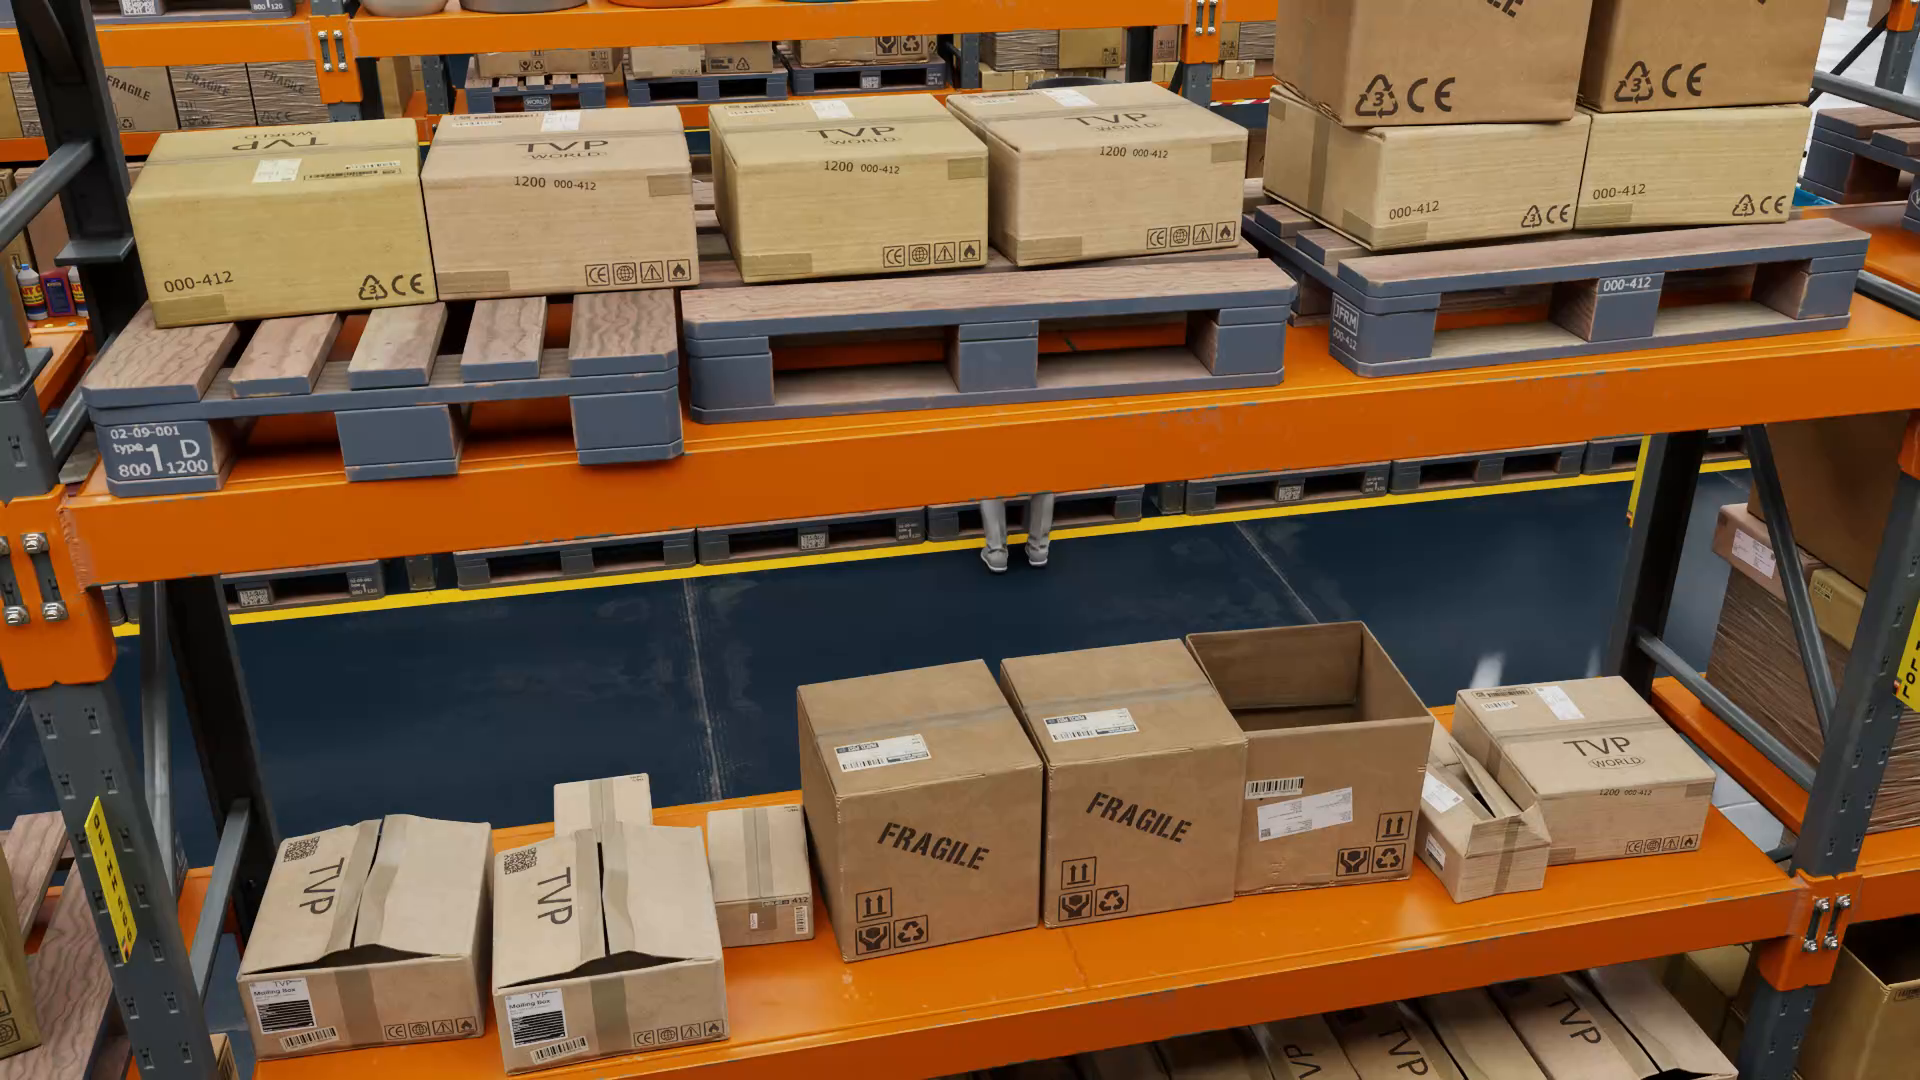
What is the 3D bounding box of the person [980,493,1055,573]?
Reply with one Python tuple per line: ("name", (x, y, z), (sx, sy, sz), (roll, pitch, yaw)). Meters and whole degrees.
("person", (0.280, -0.507, 8.618), (0.426, 1.213, 0.901), (-3, 27, -6))
